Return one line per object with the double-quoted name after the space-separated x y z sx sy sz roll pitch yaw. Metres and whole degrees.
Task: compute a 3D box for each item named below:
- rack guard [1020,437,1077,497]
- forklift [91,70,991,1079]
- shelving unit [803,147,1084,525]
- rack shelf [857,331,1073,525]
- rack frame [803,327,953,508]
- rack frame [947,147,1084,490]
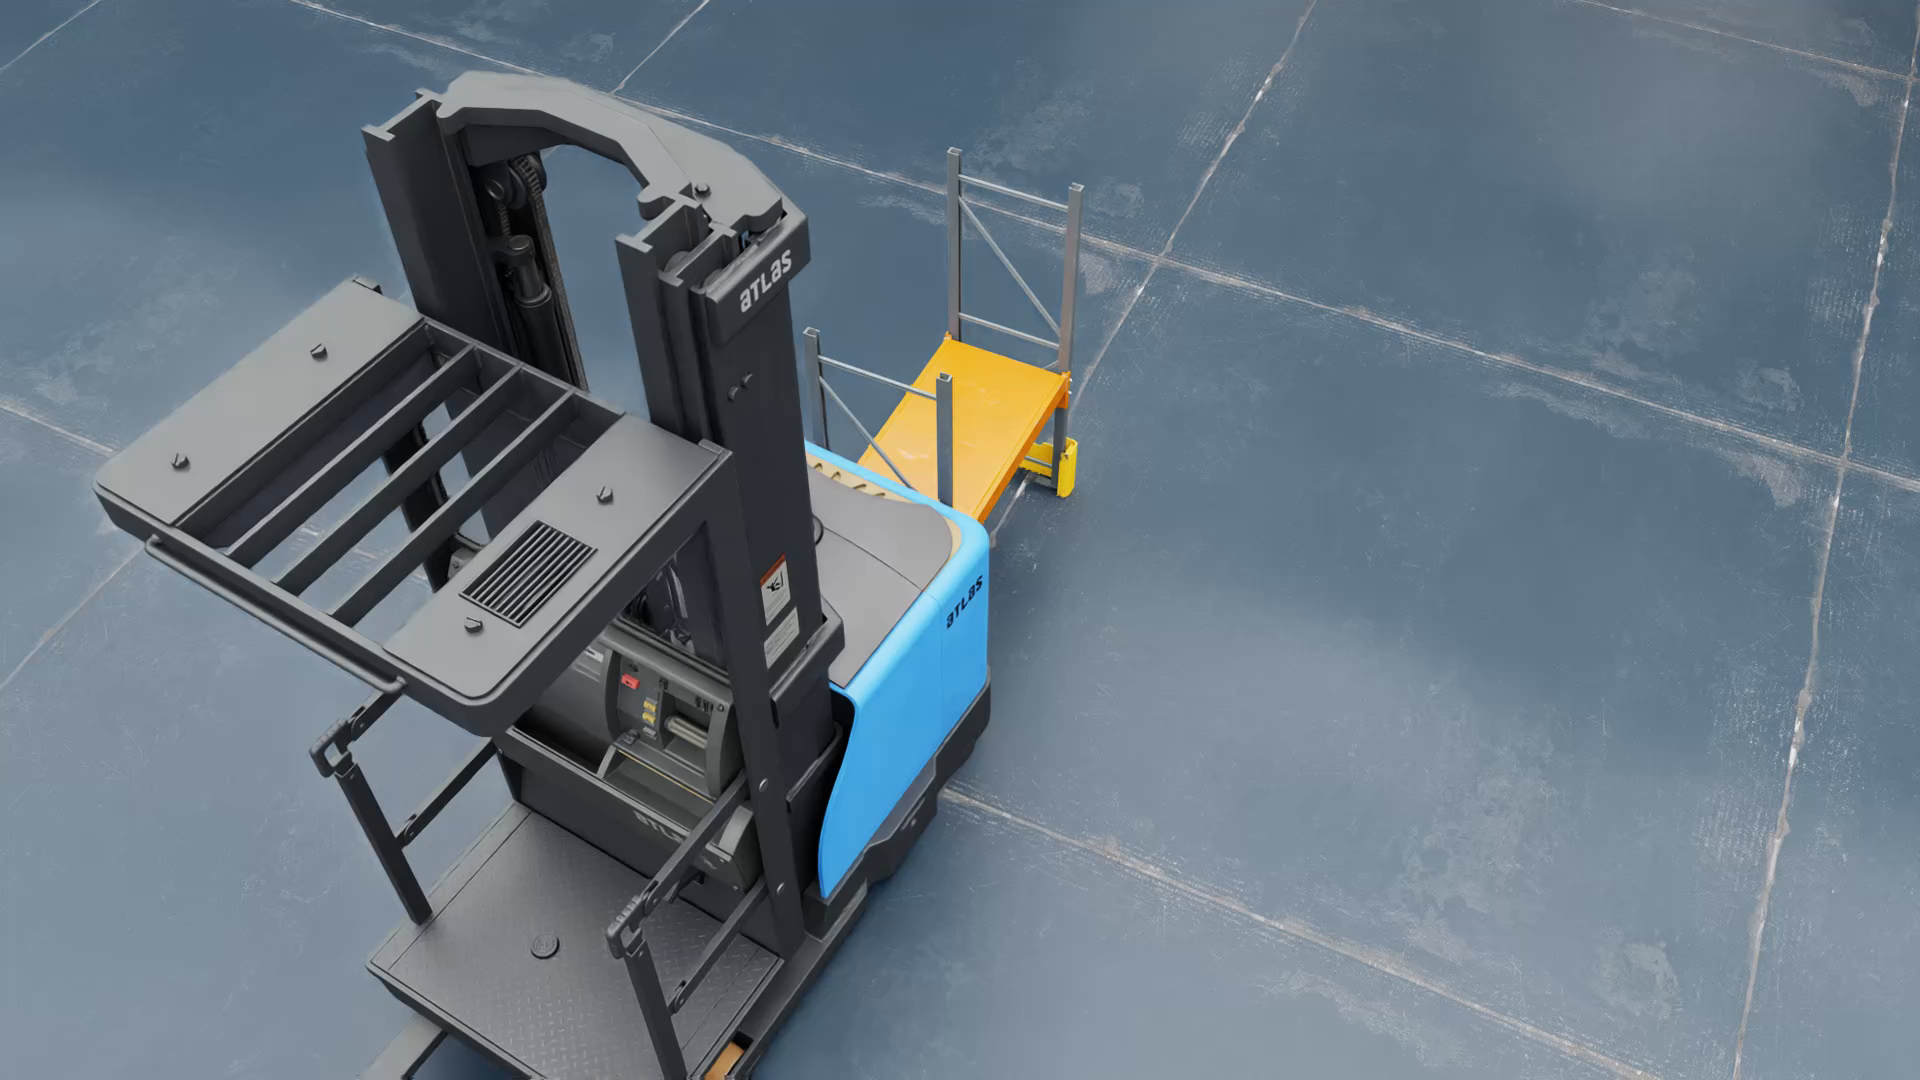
0.187 -0.374 6.720 0.587 0.250 0.087 20 53 16 "rack guard"
-1.094 0.465 4.245 1.130 2.935 3.031 25 54 20 "forklift"
-0.029 -0.438 5.953 0.587 1.500 1.083 20 53 16 "shelving unit"
-0.033 -0.315 6.084 0.538 0.185 1.000 20 53 16 "rack shelf"
-0.254 -0.082 5.650 0.500 1.500 0.032 20 53 16 "rack frame"
0.187 -0.780 6.244 0.500 1.500 0.032 20 53 16 "rack frame"
